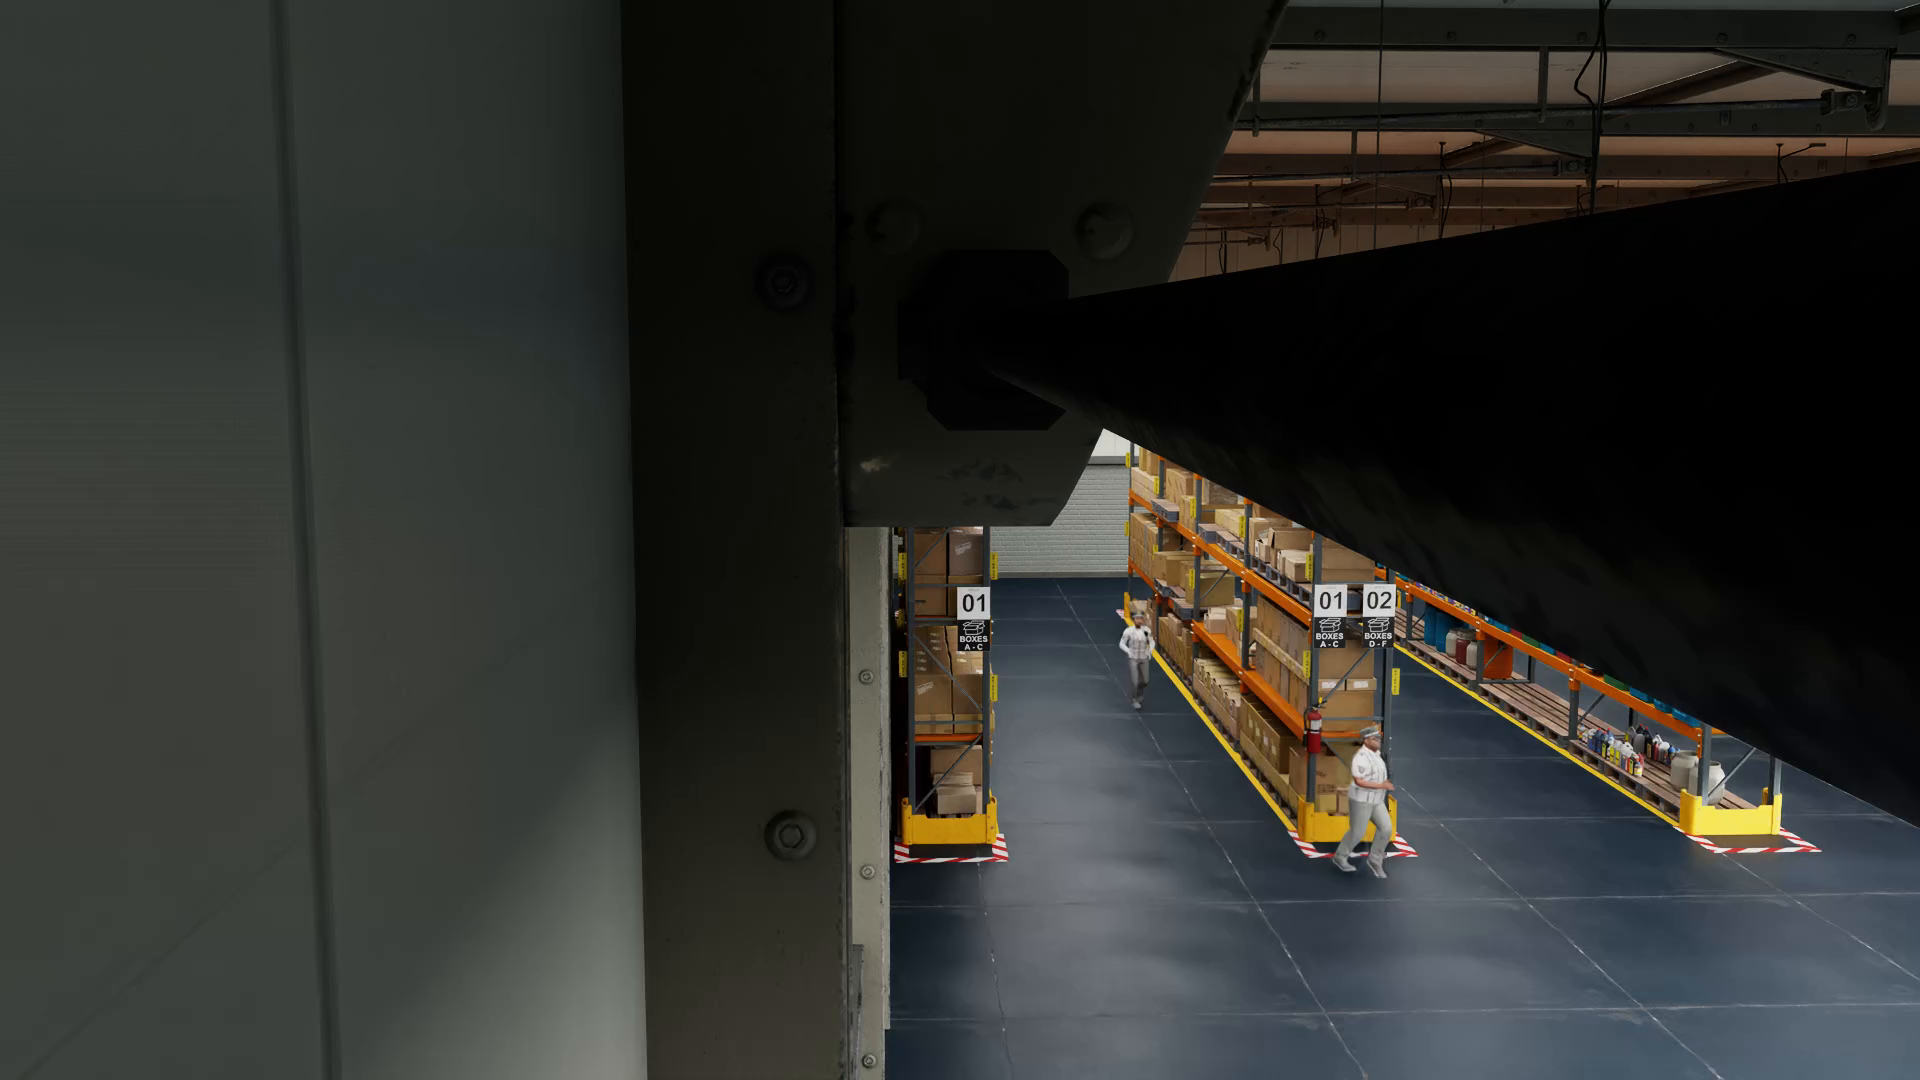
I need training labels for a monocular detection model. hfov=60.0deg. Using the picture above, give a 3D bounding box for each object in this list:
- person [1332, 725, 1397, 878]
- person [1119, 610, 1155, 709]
[{"bbox_3d":[4.706,3.032,19.178,0.772,1.861,0.686,6,10,41],"label":"person"},{"bbox_3d":[2.963,1.973,27.648,0.611,1.642,0.528,-1,7,-6],"label":"person"}]
